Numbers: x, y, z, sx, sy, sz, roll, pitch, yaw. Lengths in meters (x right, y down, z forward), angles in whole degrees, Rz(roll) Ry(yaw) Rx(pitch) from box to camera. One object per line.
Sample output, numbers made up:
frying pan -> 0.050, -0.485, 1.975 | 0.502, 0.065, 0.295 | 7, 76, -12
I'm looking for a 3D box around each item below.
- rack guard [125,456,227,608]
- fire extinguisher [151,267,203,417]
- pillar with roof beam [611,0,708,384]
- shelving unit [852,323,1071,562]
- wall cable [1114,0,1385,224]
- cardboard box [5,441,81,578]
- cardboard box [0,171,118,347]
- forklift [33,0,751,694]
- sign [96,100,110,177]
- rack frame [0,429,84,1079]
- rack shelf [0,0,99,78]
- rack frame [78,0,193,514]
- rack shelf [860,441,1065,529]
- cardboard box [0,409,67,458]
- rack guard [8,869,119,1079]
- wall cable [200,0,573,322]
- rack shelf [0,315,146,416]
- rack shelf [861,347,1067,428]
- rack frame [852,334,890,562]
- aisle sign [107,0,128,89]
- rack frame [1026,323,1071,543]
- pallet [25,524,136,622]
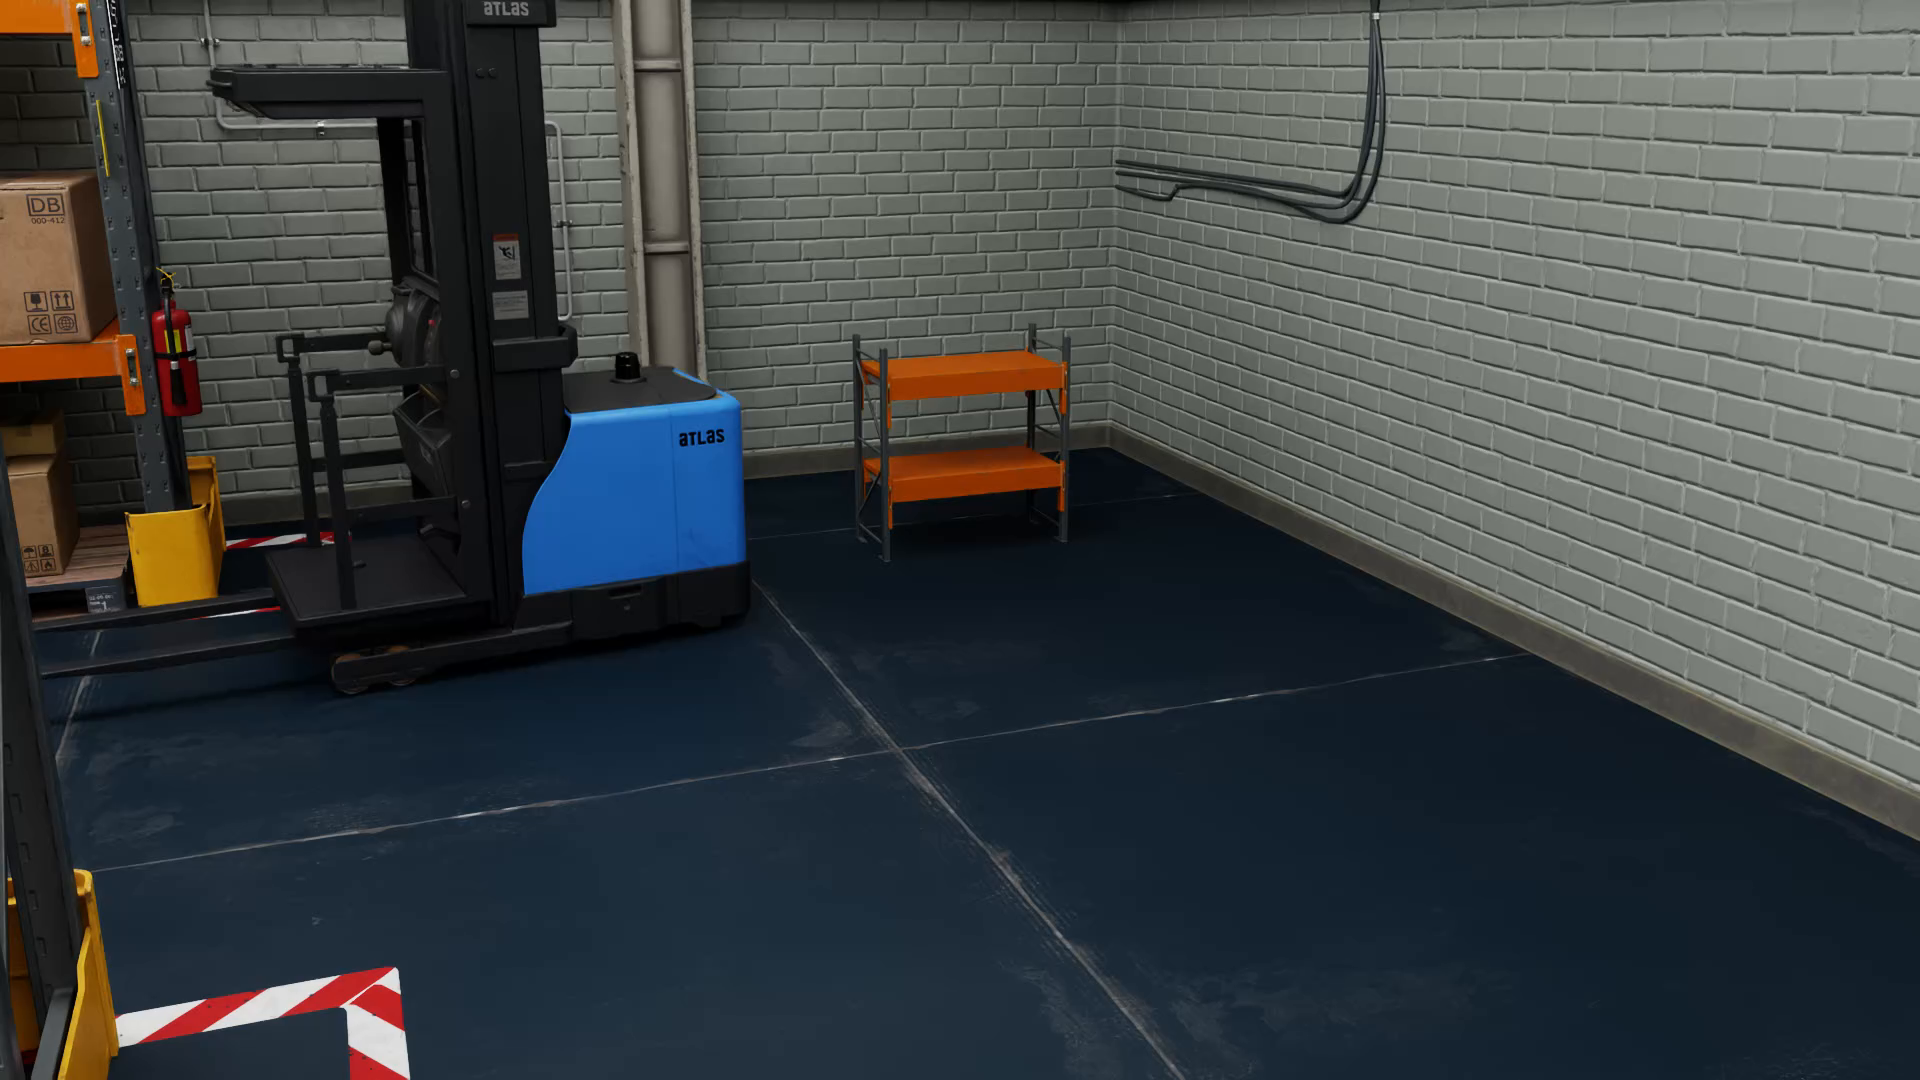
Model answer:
rack guard -> -3.921, -0.042, 8.352 | 0.348, 0.500, 1.175 | -6, 17, -20
fire extinguisher -> -3.638, -0.916, 7.694 | 0.183, 0.674, 0.296 | -6, 17, -20
pillar with roof beam -> -0.192, -3.484, 4.992 | 0.400, 9.000, 9.100 | -6, 17, -20
shelving unit -> 0.006, -0.540, 8.942 | 1.048, 1.125, 0.538 | -6, 17, -20
wall cable -> 1.465, -3.103, 9.206 | 0.112, 2.526, 3.097 | -6, 17, -20
cardboard box -> -4.562, -0.144, 7.955 | 0.500, 0.500, 0.700 | -6, 17, -20
cardboard box -> -4.417, -1.328, 7.766 | 0.700, 0.700, 0.980 | -5, 17, -18
forklift -> -2.519, -0.936, 7.083 | 3.031, 2.935, 1.130 | -9, 18, -27
sign -> -3.763, -1.764, 7.305 | 0.005, 0.325, 0.100 | -6, 17, -20
rack frame -> -2.168, 0.064, 3.555 | 0.127, 3.000, 1.000 | -6, 17, -20
rack shelf -> -5.811, -2.131, 6.984 | 4.000, 0.370, 1.077 | -6, 17, -20
rack frame -> -3.944, -1.239, 7.992 | 0.127, 3.000, 1.000 | -6, 17, -20
rack shelf -> 0.006, -0.306, 9.011 | 1.000, 0.278, 0.538 | -6, 17, -20
cardboard box -> -4.517, -0.520, 8.086 | 0.250, 0.149, 0.380 | -6, 17, -20
rack guard -> -2.239, 1.271, 3.881 | 0.348, 0.500, 1.175 | -6, 17, -20
wall cable -> -3.087, -2.104, 9.136 | 1.851, 1.984, 0.084 | -6, 17, -20
rack shelf -> -5.811, -0.692, 7.407 | 4.000, 0.370, 1.077 | -6, 17, -20
rack shelf -> 0.006, -0.821, 8.860 | 1.000, 0.278, 0.538 | -6, 17, -20
rack frame -> -0.468, -0.489, 8.768 | 0.032, 1.125, 0.500 | -6, 17, -20
aisle sign -> -3.769, -2.414, 7.382 | 0.004, 0.787, 0.394 | -6, 17, -20
rack frame -> 0.481, -0.592, 9.117 | 0.032, 1.125, 0.500 | -6, 17, -20
pallet -> -4.662, 0.201, 8.040 | 1.213, 0.211, 1.003 | -6, 17, -20
